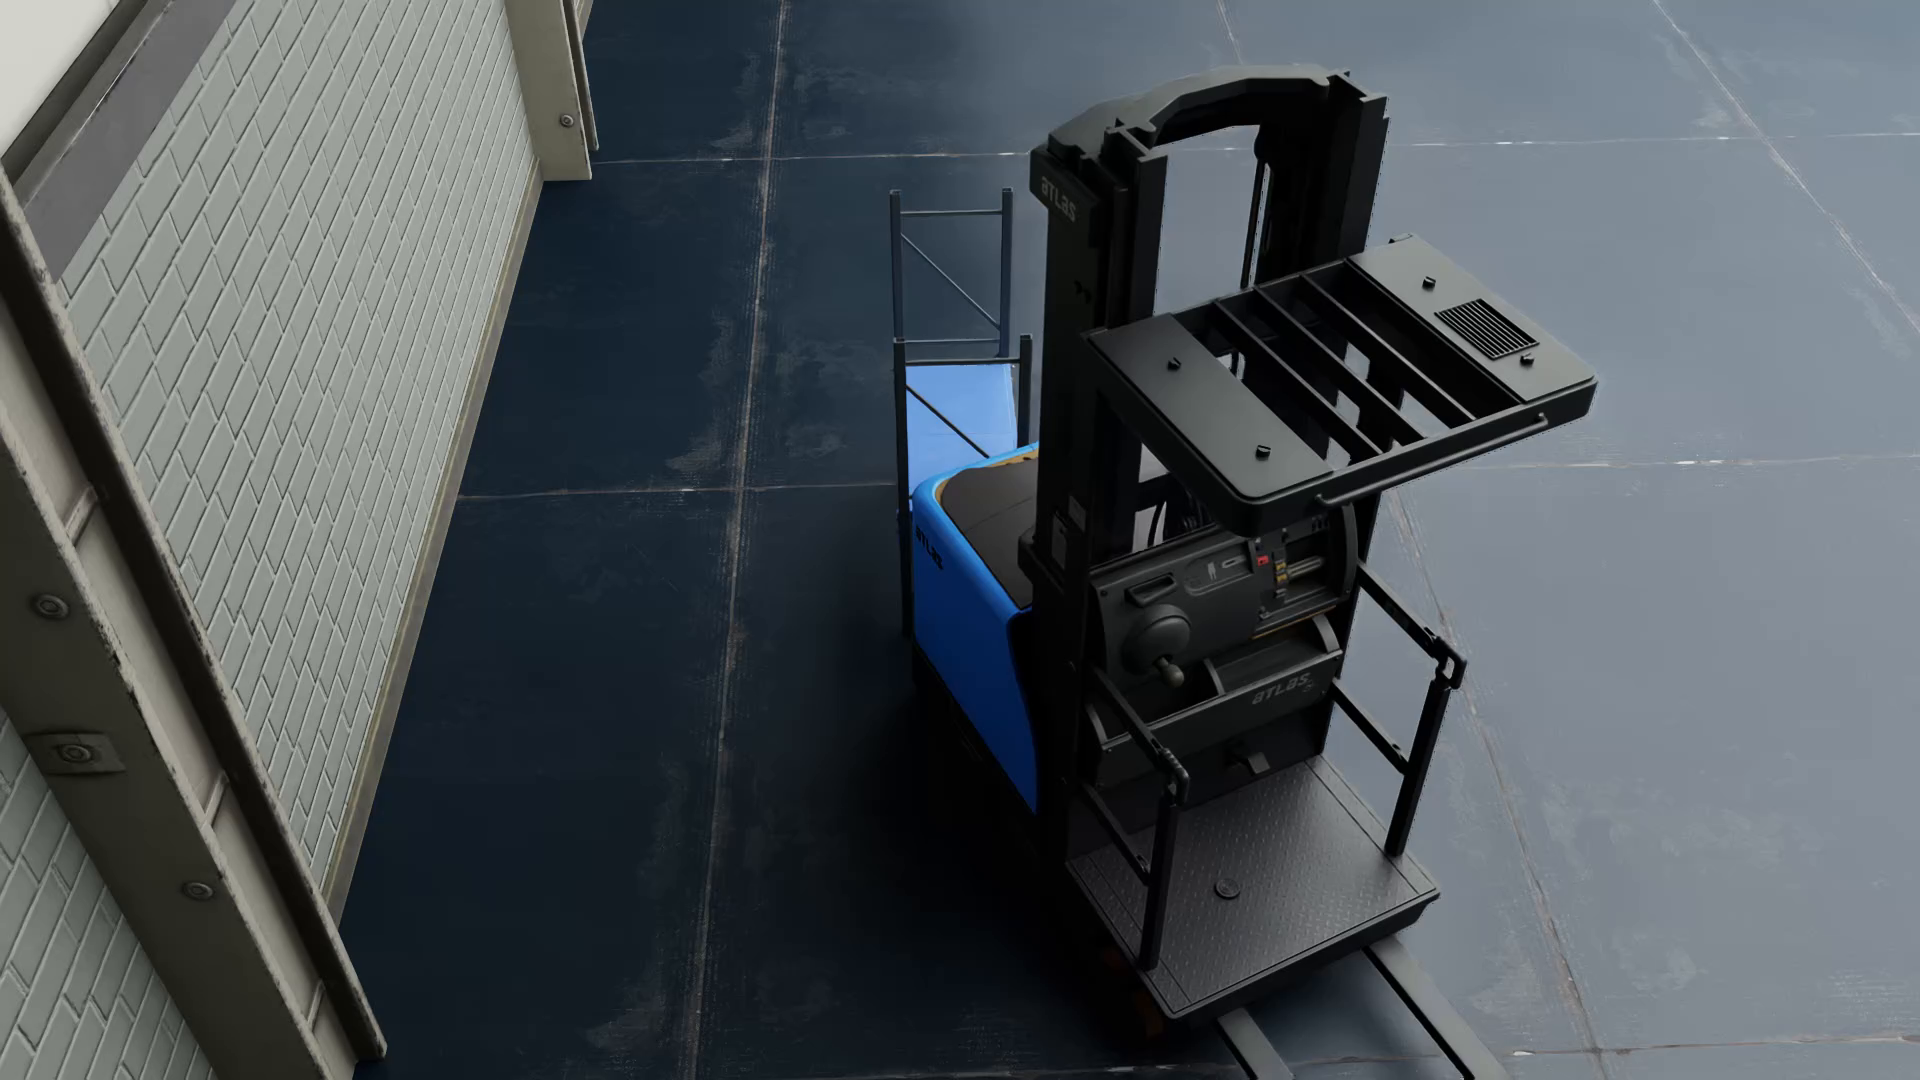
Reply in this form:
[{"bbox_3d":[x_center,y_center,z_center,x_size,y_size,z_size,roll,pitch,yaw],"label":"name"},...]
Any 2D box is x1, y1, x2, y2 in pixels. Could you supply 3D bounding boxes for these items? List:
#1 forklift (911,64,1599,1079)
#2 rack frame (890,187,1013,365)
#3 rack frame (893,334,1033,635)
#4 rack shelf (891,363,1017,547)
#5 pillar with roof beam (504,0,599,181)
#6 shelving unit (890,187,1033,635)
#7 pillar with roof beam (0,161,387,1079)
[{"bbox_3d":[0.927,0.241,4.968,1.130,2.935,3.031,-19,46,-20],"label":"forklift"},{"bbox_3d":[-0.034,-0.858,7.226,0.500,1.500,0.032,-2,43,-2],"label":"rack frame"},{"bbox_3d":[0.010,-0.171,6.477,0.500,1.500,0.032,-2,43,-2],"label":"rack frame"},{"bbox_3d":[-0.012,-0.382,6.973,0.538,0.185,1.000,-2,43,-2],"label":"rack shelf"},{"bbox_3d":[1.986,-5.670,6.926,9.100,9.000,0.400,-2,43,-2],"label":"pillar with roof beam"},{"bbox_3d":[-0.012,-0.515,6.851,0.538,1.500,1.048,-2,43,-2],"label":"shelving unit"},{"bbox_3d":[2.241,-1.619,2.507,9.100,9.000,0.400,-2,43,-2],"label":"pillar with roof beam"}]
